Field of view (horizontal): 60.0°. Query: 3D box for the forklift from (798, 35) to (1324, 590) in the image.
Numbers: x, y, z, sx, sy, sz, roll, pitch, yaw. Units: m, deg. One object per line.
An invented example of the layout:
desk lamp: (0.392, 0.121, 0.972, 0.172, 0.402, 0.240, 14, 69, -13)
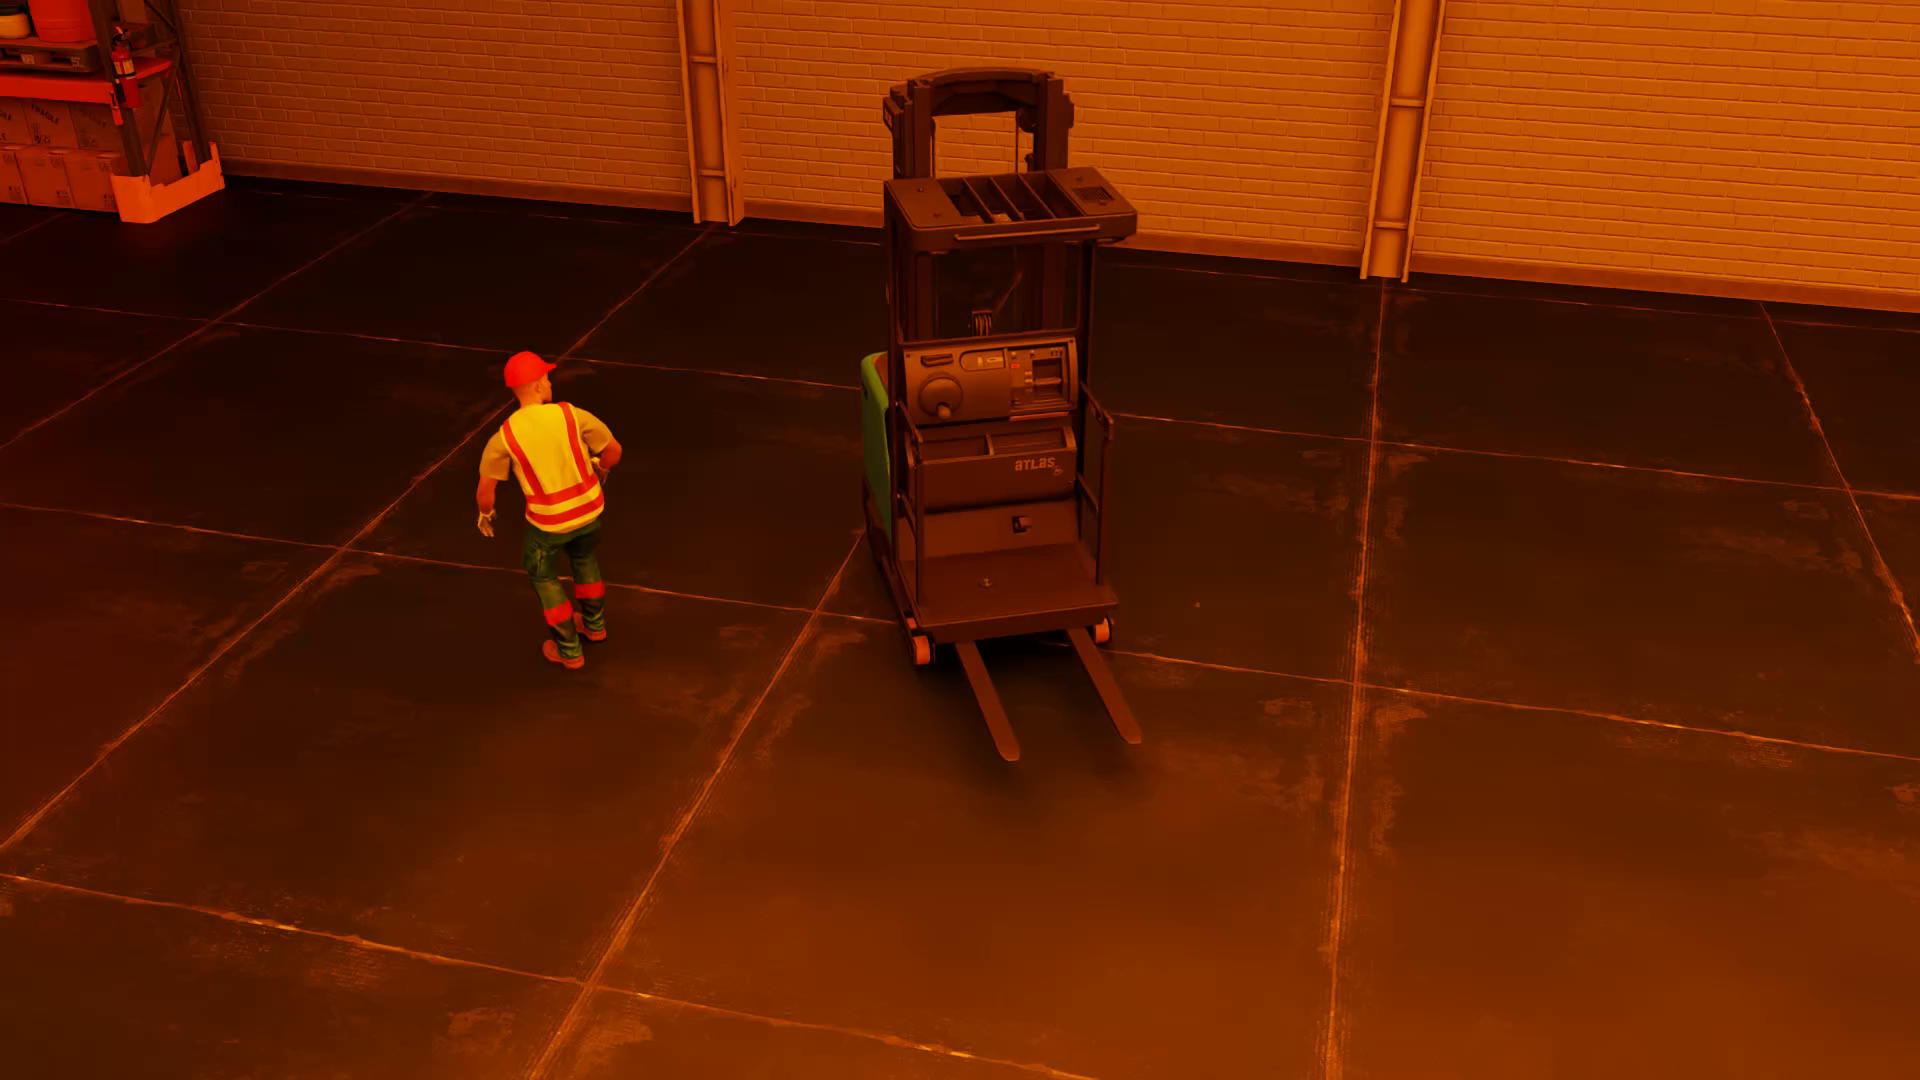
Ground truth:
forklift: (0.624, -1.259, 9.392, 3.031, 2.935, 1.130, 2, 30, 4)

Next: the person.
person: (-2.123, -0.171, 8.647, 0.608, 1.777, 0.454, -18, 34, -29)
